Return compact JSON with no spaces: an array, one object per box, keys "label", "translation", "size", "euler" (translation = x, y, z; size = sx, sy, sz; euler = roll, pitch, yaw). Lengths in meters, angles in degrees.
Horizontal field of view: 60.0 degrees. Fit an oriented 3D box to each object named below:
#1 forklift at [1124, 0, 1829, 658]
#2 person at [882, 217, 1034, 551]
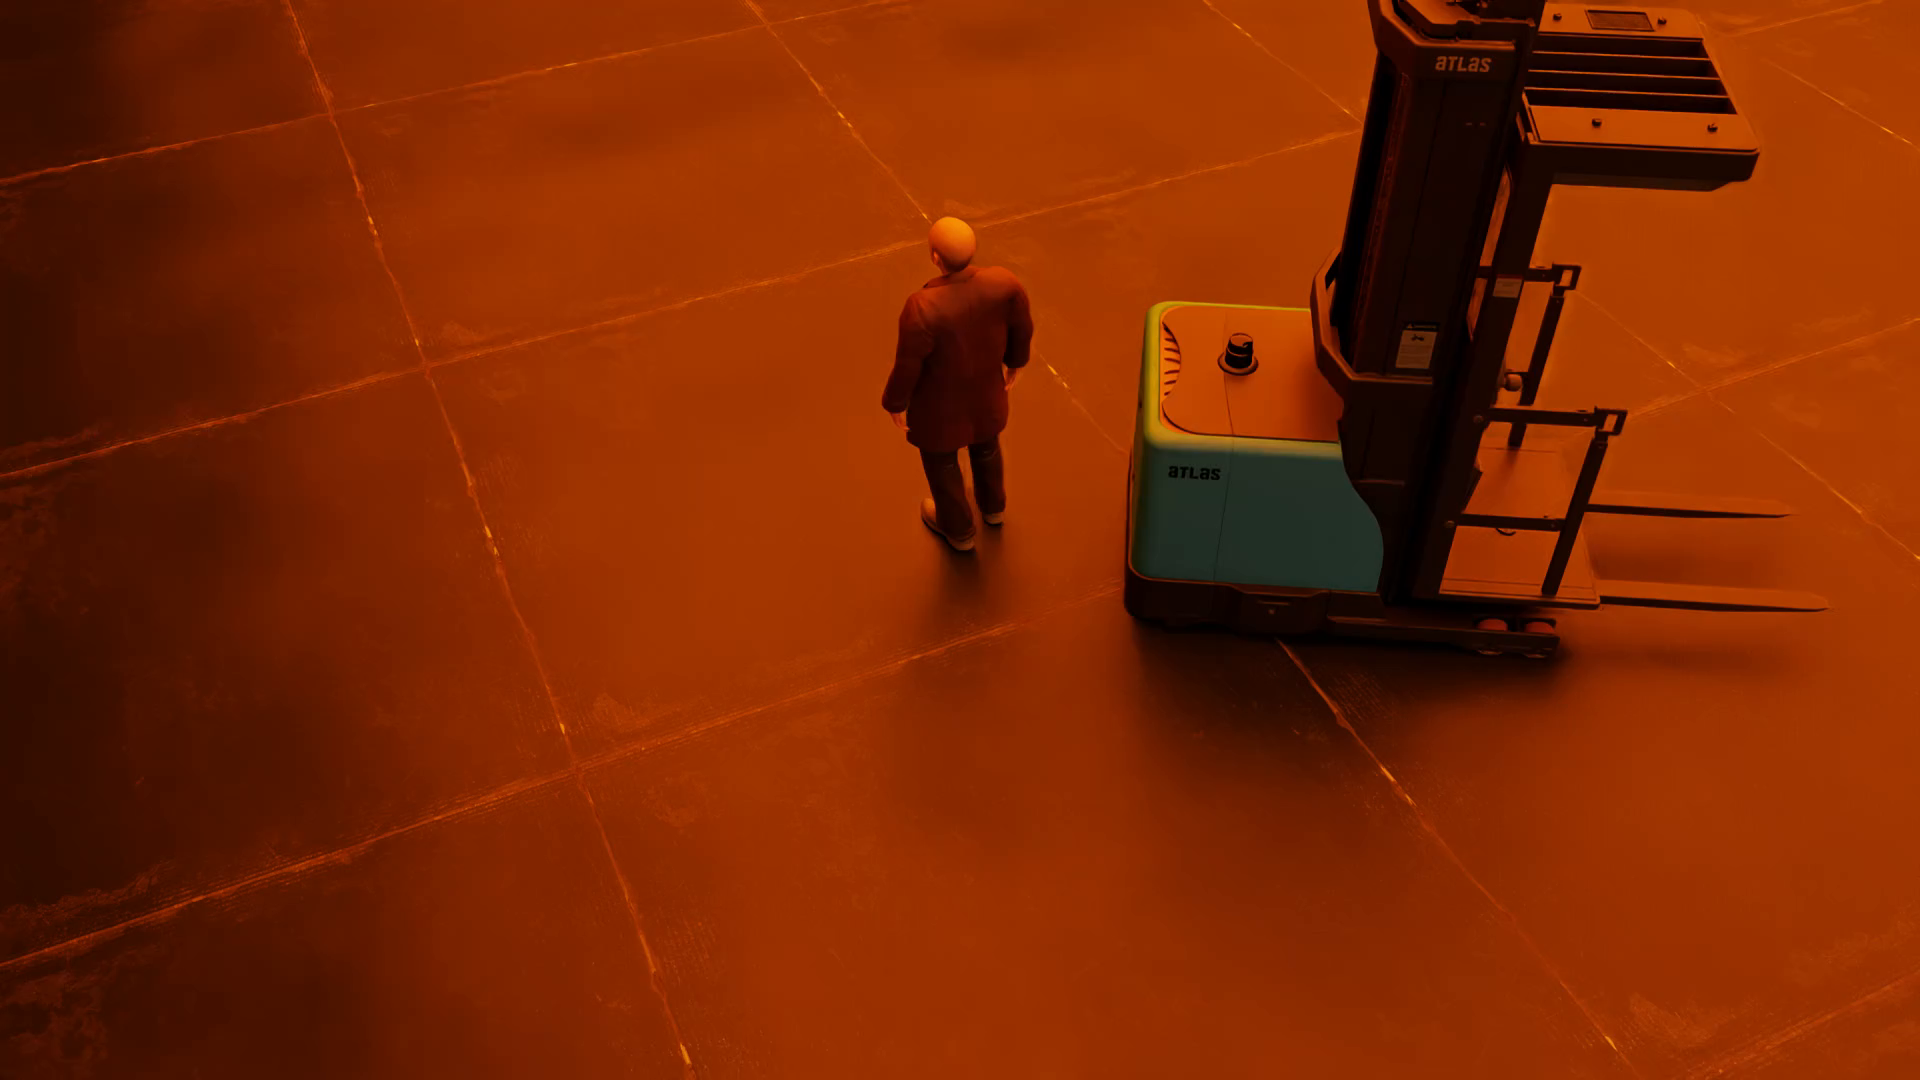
[{"label":"forklift","translation":[2.282,-0.937,6.685],"size":[3.031,2.935,1.130],"euler":[4,43,4]},{"label":"person","translation":[-0.050,-0.710,7.287],"size":[0.699,1.777,0.548],"euler":[-18,46,-19]}]
